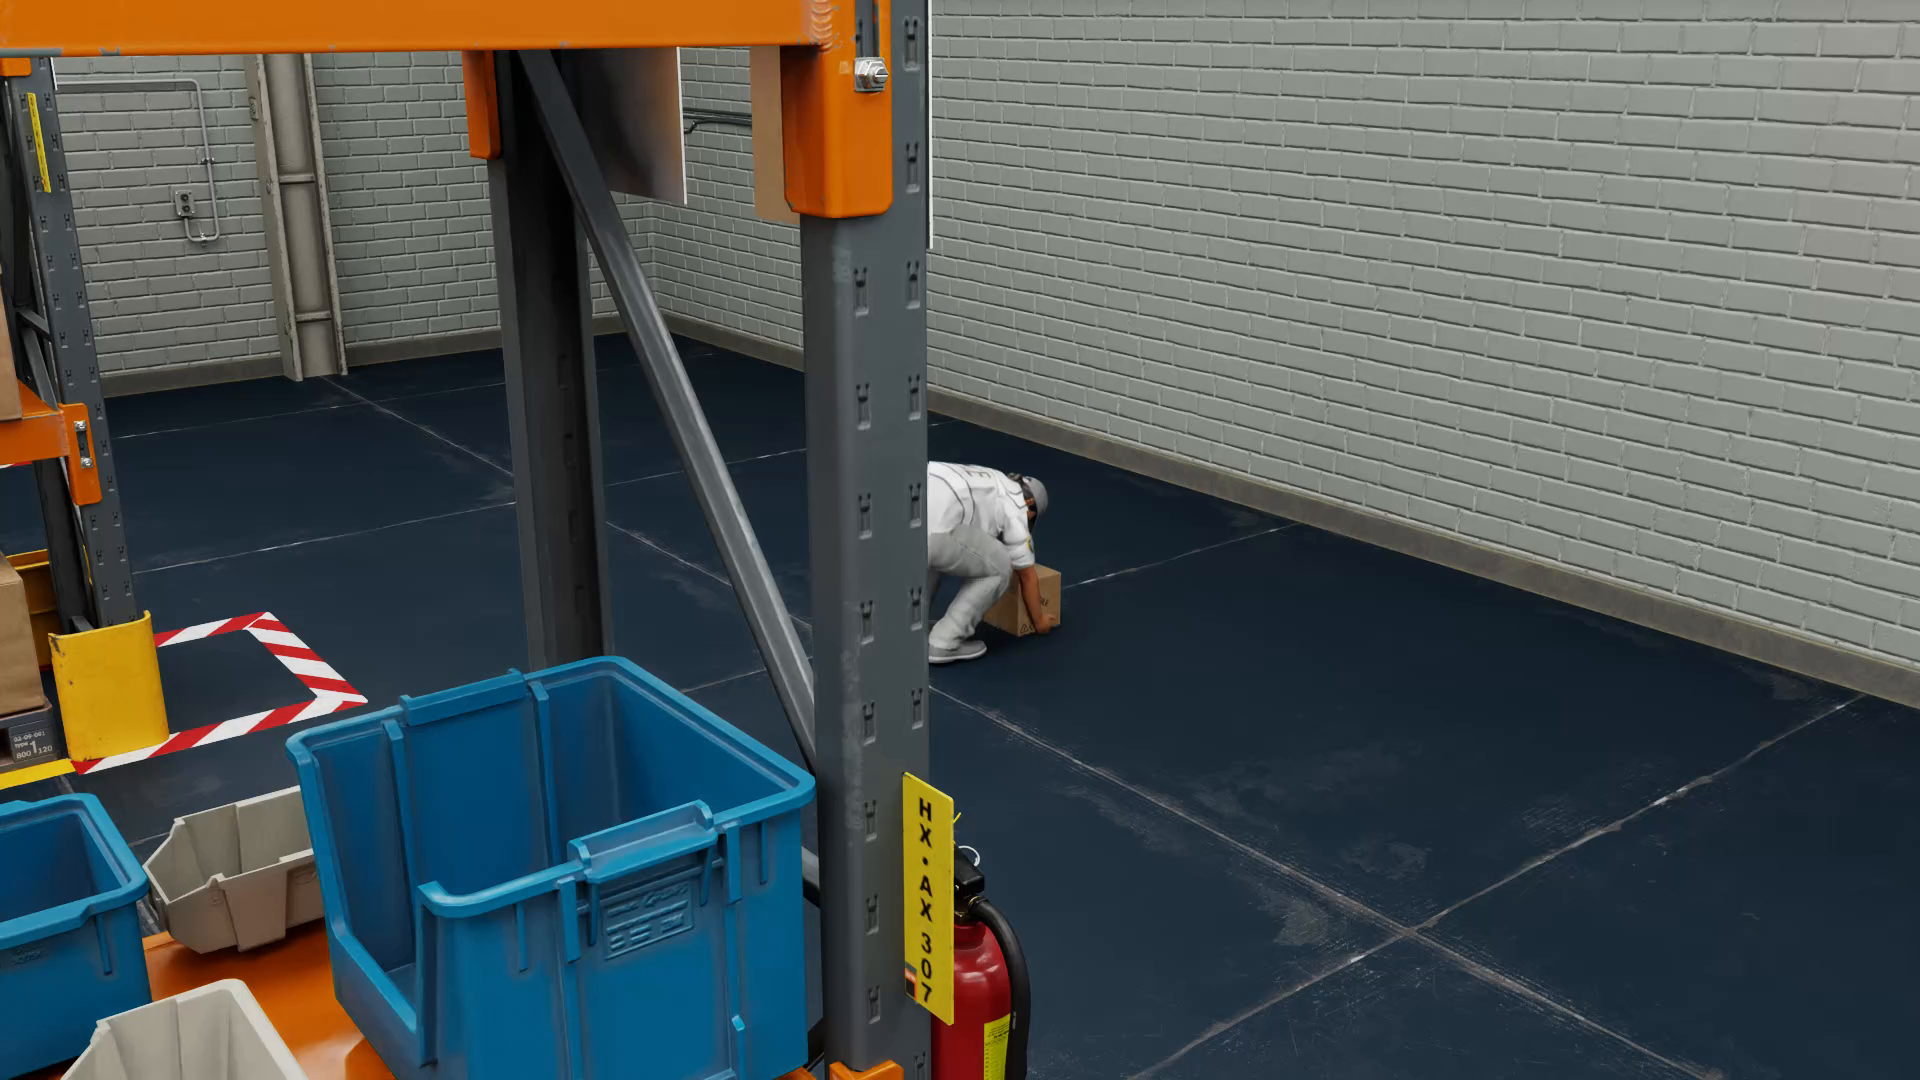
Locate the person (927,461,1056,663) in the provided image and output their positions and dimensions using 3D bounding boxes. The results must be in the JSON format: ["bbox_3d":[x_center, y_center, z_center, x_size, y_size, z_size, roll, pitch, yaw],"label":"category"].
[{"bbox_3d":[0.016,0.049,7.252,0.940,0.854,0.524,-15,23,-38],"label":"person"}]
